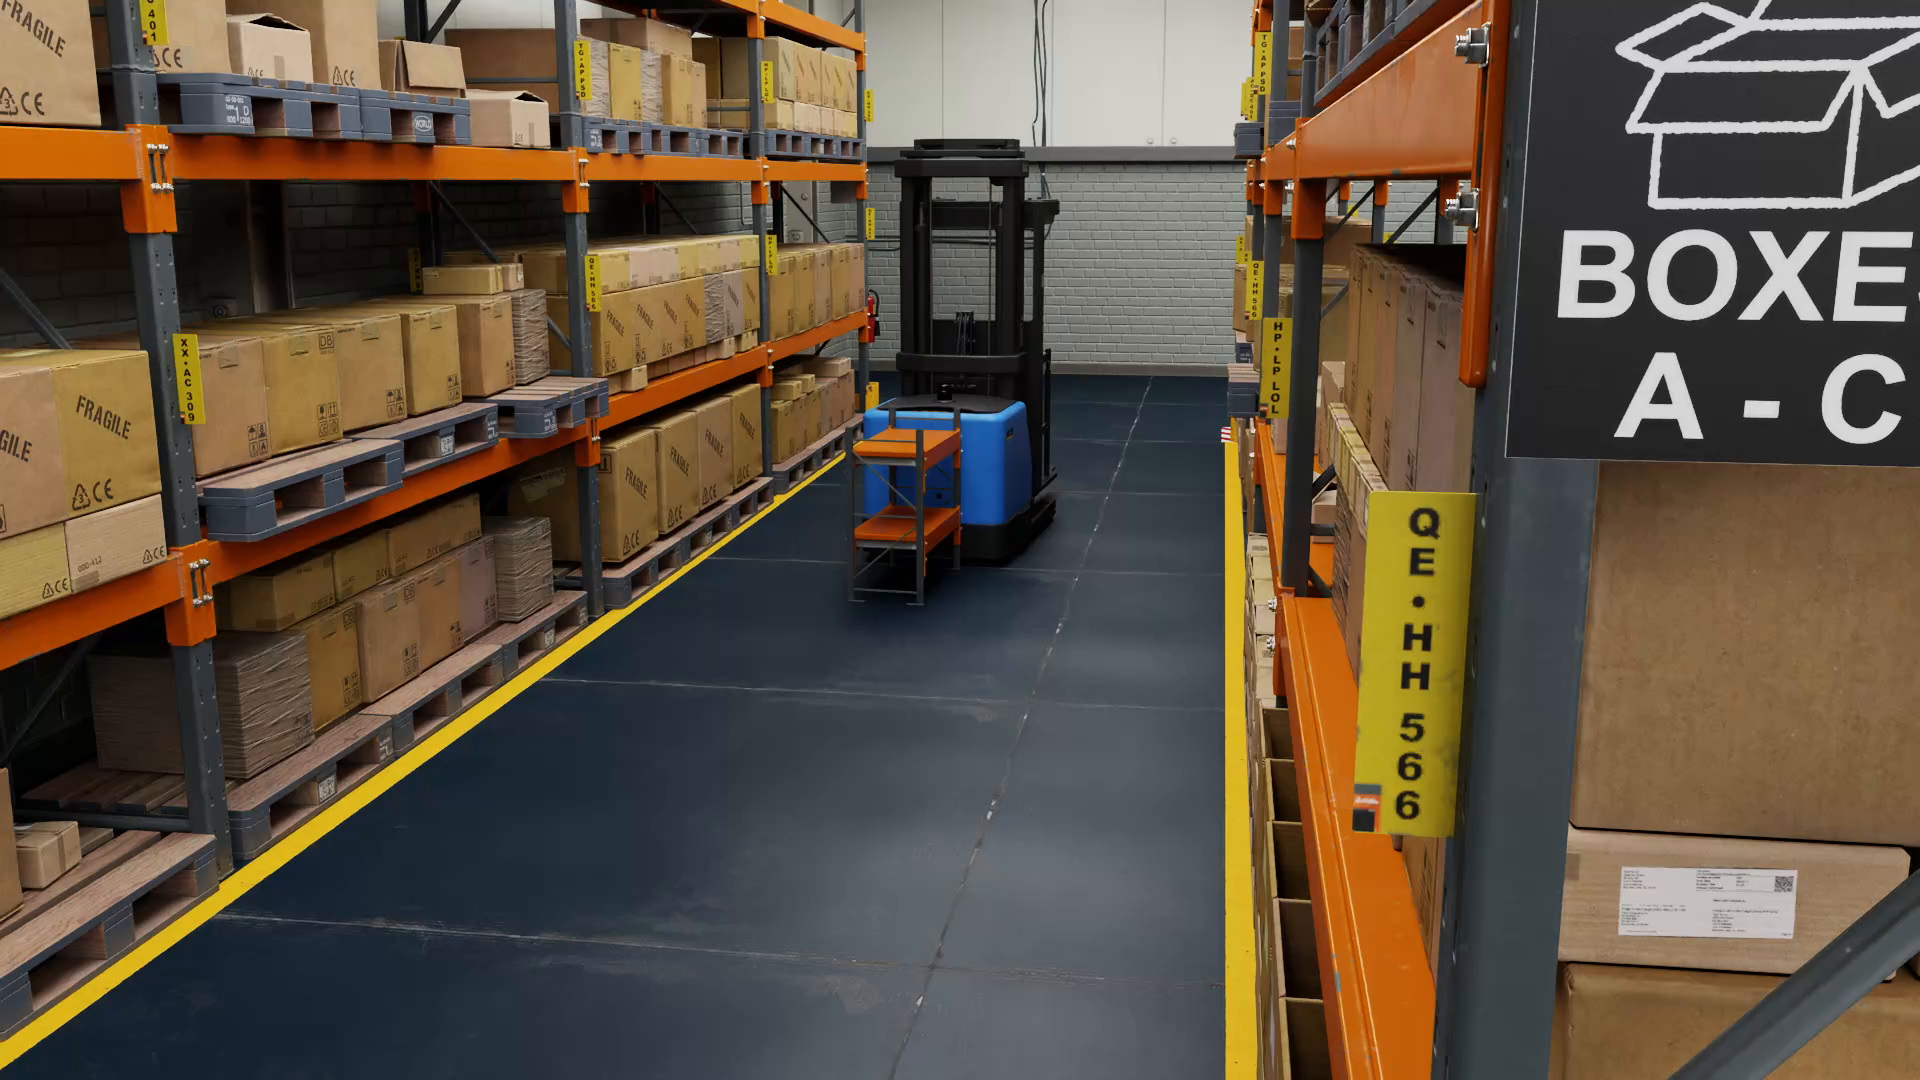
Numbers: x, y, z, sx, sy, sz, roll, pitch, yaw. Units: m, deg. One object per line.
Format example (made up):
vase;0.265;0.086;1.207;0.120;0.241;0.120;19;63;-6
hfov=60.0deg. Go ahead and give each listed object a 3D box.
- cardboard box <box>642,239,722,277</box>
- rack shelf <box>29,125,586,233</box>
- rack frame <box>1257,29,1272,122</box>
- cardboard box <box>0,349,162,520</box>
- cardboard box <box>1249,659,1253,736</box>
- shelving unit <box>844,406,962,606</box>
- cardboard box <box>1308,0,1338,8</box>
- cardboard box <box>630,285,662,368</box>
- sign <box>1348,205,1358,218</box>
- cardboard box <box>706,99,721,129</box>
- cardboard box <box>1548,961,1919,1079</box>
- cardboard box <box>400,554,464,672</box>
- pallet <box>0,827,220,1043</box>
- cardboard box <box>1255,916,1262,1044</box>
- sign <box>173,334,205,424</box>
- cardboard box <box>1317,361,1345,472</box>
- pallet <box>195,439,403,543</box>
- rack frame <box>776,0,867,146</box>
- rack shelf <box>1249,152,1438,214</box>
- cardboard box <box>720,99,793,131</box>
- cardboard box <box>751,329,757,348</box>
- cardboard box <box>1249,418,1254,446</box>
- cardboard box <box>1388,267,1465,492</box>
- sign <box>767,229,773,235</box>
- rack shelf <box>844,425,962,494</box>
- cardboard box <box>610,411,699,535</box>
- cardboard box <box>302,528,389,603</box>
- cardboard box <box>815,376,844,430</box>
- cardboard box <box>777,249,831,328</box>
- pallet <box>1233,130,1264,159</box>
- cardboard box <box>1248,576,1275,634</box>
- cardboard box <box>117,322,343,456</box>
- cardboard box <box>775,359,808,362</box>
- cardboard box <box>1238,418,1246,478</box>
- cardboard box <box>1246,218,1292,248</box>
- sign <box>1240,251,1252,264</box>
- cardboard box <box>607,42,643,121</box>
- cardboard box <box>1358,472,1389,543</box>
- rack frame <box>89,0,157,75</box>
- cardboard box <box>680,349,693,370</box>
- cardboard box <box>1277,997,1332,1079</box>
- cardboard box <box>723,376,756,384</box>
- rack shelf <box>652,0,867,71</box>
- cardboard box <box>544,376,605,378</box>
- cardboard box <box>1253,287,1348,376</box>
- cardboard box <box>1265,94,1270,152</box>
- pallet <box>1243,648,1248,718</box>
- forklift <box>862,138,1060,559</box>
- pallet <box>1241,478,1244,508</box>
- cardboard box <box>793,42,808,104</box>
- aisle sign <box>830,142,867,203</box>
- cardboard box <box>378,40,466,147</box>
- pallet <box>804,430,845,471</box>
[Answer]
cardboard box;-2.084;-2.092;12.308;0.500;0.250;0.500;2;12;10
rack shelf;-3.021;-1.705;7.870;1.077;0.370;4.000;2;12;9
rack frame;2.797;-4.612;12.533;1.000;3.000;0.127;2;12;9
cardboard box;-3.096;-0.368;5.610;0.500;0.500;0.500;2;12;9
cardboard box;1.581;0.712;7.601;0.500;0.250;0.500;2;12;10
shelving unit;-0.358;-0.252;10.992;0.538;1.125;1.048;3;12;13
cardboard box;1.146;-1.502;4.103;0.500;0.311;0.500;1;12;6
cardboard box;-2.296;-1.412;10.934;0.500;0.500;0.500;2;12;11
sign;3.958;-3.210;16.771;0.100;0.325;0.005;2;12;9
cardboard box;-2.225;-3.636;14.247;0.500;0.250;0.500;2;12;9
cardboard box;1.036;0.673;2.012;0.700;0.500;0.500;2;12;9
cardboard box;-3.015;0.360;8.592;0.700;0.500;0.500;2;12;8
pallet;-3.397;1.331;5.818;1.003;0.211;1.213;2;12;9
cardboard box;1.114;1.316;4.798;0.500;0.250;0.500;2;12;9
sign;-2.791;-0.581;6.013;0.100;0.325;0.005;2;12;9
cardboard box;1.940;-0.546;7.667;0.500;0.500;0.500;1;12;6
pallet;-3.067;-0.234;6.915;1.003;0.211;1.213;2;12;9
rack frame;-1.483;-5.604;17.138;1.000;3.000;0.127;2;12;9
rack shelf;2.489;-2.377;10.993;1.077;0.370;4.000;2;12;9
cardboard box;-1.732;-3.621;14.179;0.500;0.250;0.500;2;12;8
cardboard box;-1.871;-1.646;13.561;0.380;0.149;0.250;2;12;9
cardboard box;2.328;-0.738;11.906;0.500;0.250;0.500;2;12;9
cardboard box;1.273;-0.291;3.406;0.700;0.500;0.500;2;12;9
sign;-2.031;-3.153;17.759;0.100;0.325;0.005;2;12;9
rack shelf;-0.358;-0.538;10.931;0.538;0.278;1.000;3;12;13
cardboard box;-2.330;-0.492;11.760;0.750;0.750;0.750;2;12;8
cardboard box;-3.091;0.113;7.959;0.500;0.250;0.500;2;12;7
cardboard box;-1.569;-1.402;16.814;0.700;0.500;0.500;2;12;8
cardboard box;-1.779;-2.401;15.805;0.980;0.700;0.700;1;12;6
pallet;2.627;-2.920;12.249;1.213;0.211;1.003;2;12;9
cardboard box;1.658;0.333;8.025;0.500;0.311;0.500;2;12;7
cardboard box;-3.124;-0.658;7.147;0.700;0.500;0.500;3;13;14
cardboard box;-1.747;-1.750;16.891;0.380;0.149;0.250;2;12;9
cardboard box;2.604;-0.800;13.975;0.500;0.500;0.500;2;12;9
cardboard box;2.929;-2.753;15.535;0.500;0.500;0.500;2;12;9
sign;2.260;-2.118;13.148;0.100;0.325;0.005;2;12;9
cardboard box;-2.568;-3.066;11.199;0.700;0.500;0.500;3;12;12
cardboard box;1.140;-0.062;3.883;0.380;0.149;0.250;2;12;7
rack frame;-3.329;-3.106;5.547;1.000;3.000;0.127;2;12;9
cardboard box;-2.161;-1.328;12.086;0.380;0.149;0.250;2;12;10
cardboard box;0.879;1.261;3.271;0.500;0.500;0.500;2;12;9
cardboard box;-1.982;-1.433;15.417;0.380;0.149;0.250;1;12;7
rack shelf;-1.791;-4.641;15.324;1.077;0.370;4.000;2;12;9
cardboard box;-2.434;-0.954;10.350;0.380;0.149;0.250;2;12;8
cardboard box;2.167;-1.235;9.872;0.700;0.500;0.500;-2;12;-10
cardboard box;2.294;-2.560;9.894;0.910;0.500;0.500;2;12;9
pallet;2.017;0.687;8.806;1.003;0.211;1.213;2;12;9
forklift;0.145;-1.562;12.783;1.130;2.935;3.031;3;12;13
pallet;2.904;-0.459;14.122;1.003;0.211;1.213;2;12;9
cardboard box;-1.639;-4.099;14.616;0.500;0.500;0.500;2;12;7
aisle sign;-1.176;-3.948;17.520;0.394;0.787;0.004;2;12;9
cardboard box;-3.004;-2.266;8.475;0.797;0.503;0.637;4;13;17
pallet;-1.719;-0.886;16.104;1.003;0.211;1.213;2;12;9
